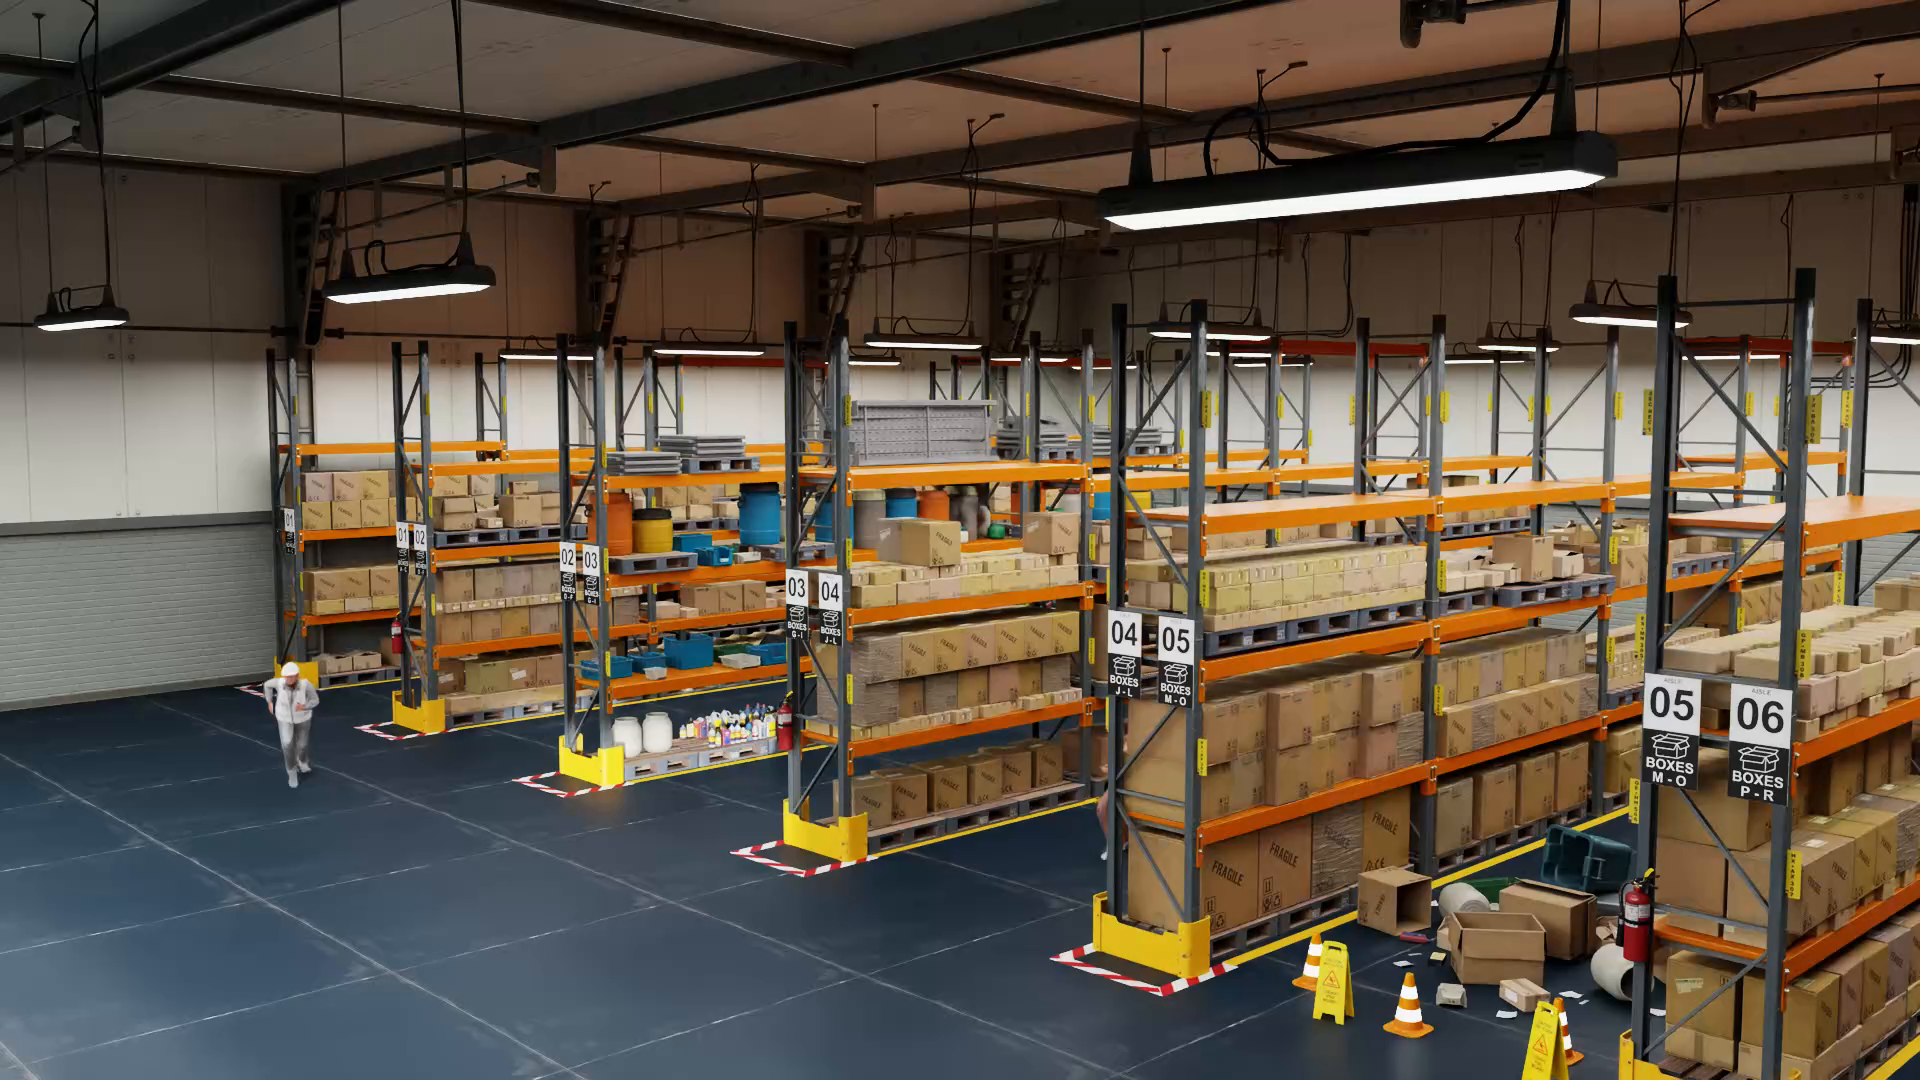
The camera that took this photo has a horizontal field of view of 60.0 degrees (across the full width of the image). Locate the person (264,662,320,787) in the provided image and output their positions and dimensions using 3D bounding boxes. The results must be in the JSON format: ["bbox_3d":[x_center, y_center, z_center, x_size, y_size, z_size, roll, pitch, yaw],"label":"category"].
[{"bbox_3d":[-8.904,2.438,22.224,0.697,1.719,1.010,-1,5,-16],"label":"person"}]

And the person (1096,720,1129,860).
[{"bbox_3d":[1.835,2.751,18.539,0.668,1.575,0.728,-3,6,-29],"label":"person"}]
